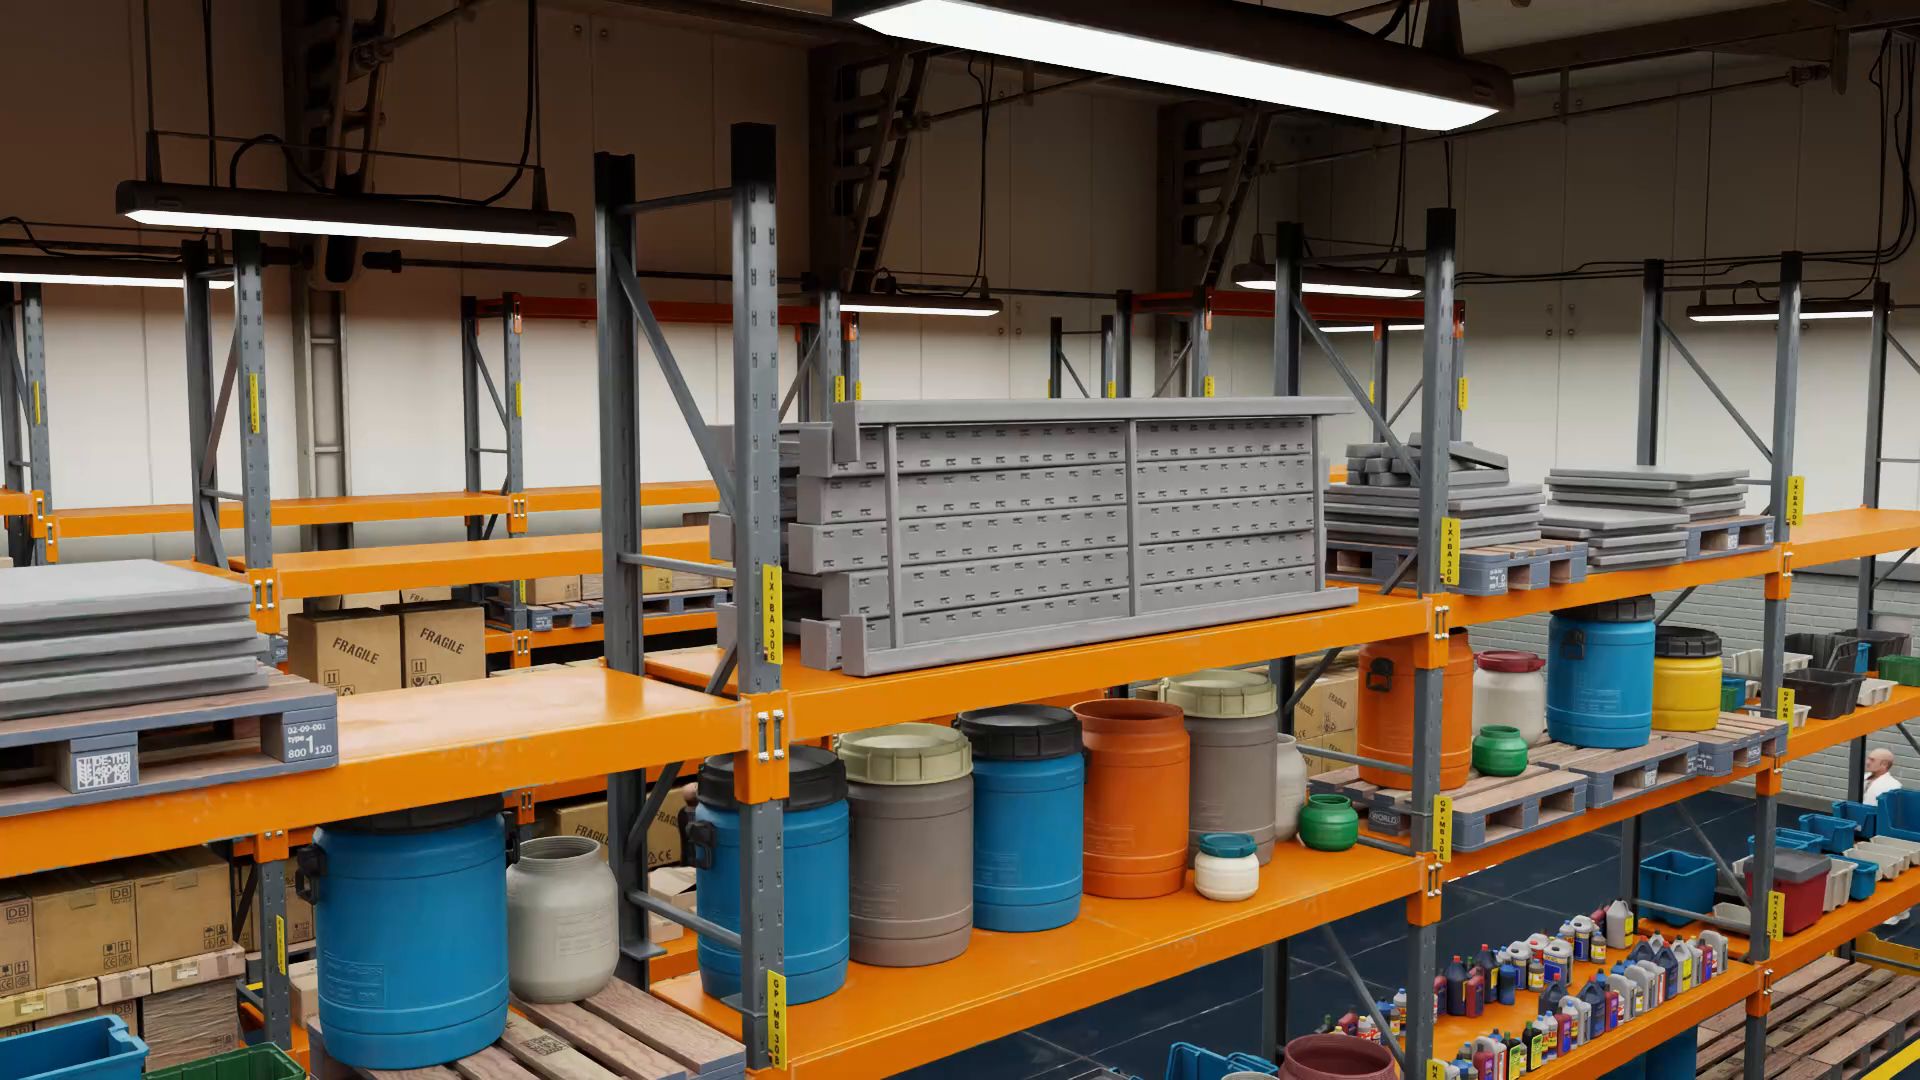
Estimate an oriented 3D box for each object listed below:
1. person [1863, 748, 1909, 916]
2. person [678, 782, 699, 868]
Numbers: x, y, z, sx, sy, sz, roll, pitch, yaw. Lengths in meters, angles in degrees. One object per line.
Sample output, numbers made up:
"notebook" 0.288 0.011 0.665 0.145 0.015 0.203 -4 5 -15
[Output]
"person" 8.616 2.784 15.651 0.912 1.671 0.558 -3 6 -29
"person" -2.284 2.906 14.450 0.467 1.654 0.532 0 5 -5
